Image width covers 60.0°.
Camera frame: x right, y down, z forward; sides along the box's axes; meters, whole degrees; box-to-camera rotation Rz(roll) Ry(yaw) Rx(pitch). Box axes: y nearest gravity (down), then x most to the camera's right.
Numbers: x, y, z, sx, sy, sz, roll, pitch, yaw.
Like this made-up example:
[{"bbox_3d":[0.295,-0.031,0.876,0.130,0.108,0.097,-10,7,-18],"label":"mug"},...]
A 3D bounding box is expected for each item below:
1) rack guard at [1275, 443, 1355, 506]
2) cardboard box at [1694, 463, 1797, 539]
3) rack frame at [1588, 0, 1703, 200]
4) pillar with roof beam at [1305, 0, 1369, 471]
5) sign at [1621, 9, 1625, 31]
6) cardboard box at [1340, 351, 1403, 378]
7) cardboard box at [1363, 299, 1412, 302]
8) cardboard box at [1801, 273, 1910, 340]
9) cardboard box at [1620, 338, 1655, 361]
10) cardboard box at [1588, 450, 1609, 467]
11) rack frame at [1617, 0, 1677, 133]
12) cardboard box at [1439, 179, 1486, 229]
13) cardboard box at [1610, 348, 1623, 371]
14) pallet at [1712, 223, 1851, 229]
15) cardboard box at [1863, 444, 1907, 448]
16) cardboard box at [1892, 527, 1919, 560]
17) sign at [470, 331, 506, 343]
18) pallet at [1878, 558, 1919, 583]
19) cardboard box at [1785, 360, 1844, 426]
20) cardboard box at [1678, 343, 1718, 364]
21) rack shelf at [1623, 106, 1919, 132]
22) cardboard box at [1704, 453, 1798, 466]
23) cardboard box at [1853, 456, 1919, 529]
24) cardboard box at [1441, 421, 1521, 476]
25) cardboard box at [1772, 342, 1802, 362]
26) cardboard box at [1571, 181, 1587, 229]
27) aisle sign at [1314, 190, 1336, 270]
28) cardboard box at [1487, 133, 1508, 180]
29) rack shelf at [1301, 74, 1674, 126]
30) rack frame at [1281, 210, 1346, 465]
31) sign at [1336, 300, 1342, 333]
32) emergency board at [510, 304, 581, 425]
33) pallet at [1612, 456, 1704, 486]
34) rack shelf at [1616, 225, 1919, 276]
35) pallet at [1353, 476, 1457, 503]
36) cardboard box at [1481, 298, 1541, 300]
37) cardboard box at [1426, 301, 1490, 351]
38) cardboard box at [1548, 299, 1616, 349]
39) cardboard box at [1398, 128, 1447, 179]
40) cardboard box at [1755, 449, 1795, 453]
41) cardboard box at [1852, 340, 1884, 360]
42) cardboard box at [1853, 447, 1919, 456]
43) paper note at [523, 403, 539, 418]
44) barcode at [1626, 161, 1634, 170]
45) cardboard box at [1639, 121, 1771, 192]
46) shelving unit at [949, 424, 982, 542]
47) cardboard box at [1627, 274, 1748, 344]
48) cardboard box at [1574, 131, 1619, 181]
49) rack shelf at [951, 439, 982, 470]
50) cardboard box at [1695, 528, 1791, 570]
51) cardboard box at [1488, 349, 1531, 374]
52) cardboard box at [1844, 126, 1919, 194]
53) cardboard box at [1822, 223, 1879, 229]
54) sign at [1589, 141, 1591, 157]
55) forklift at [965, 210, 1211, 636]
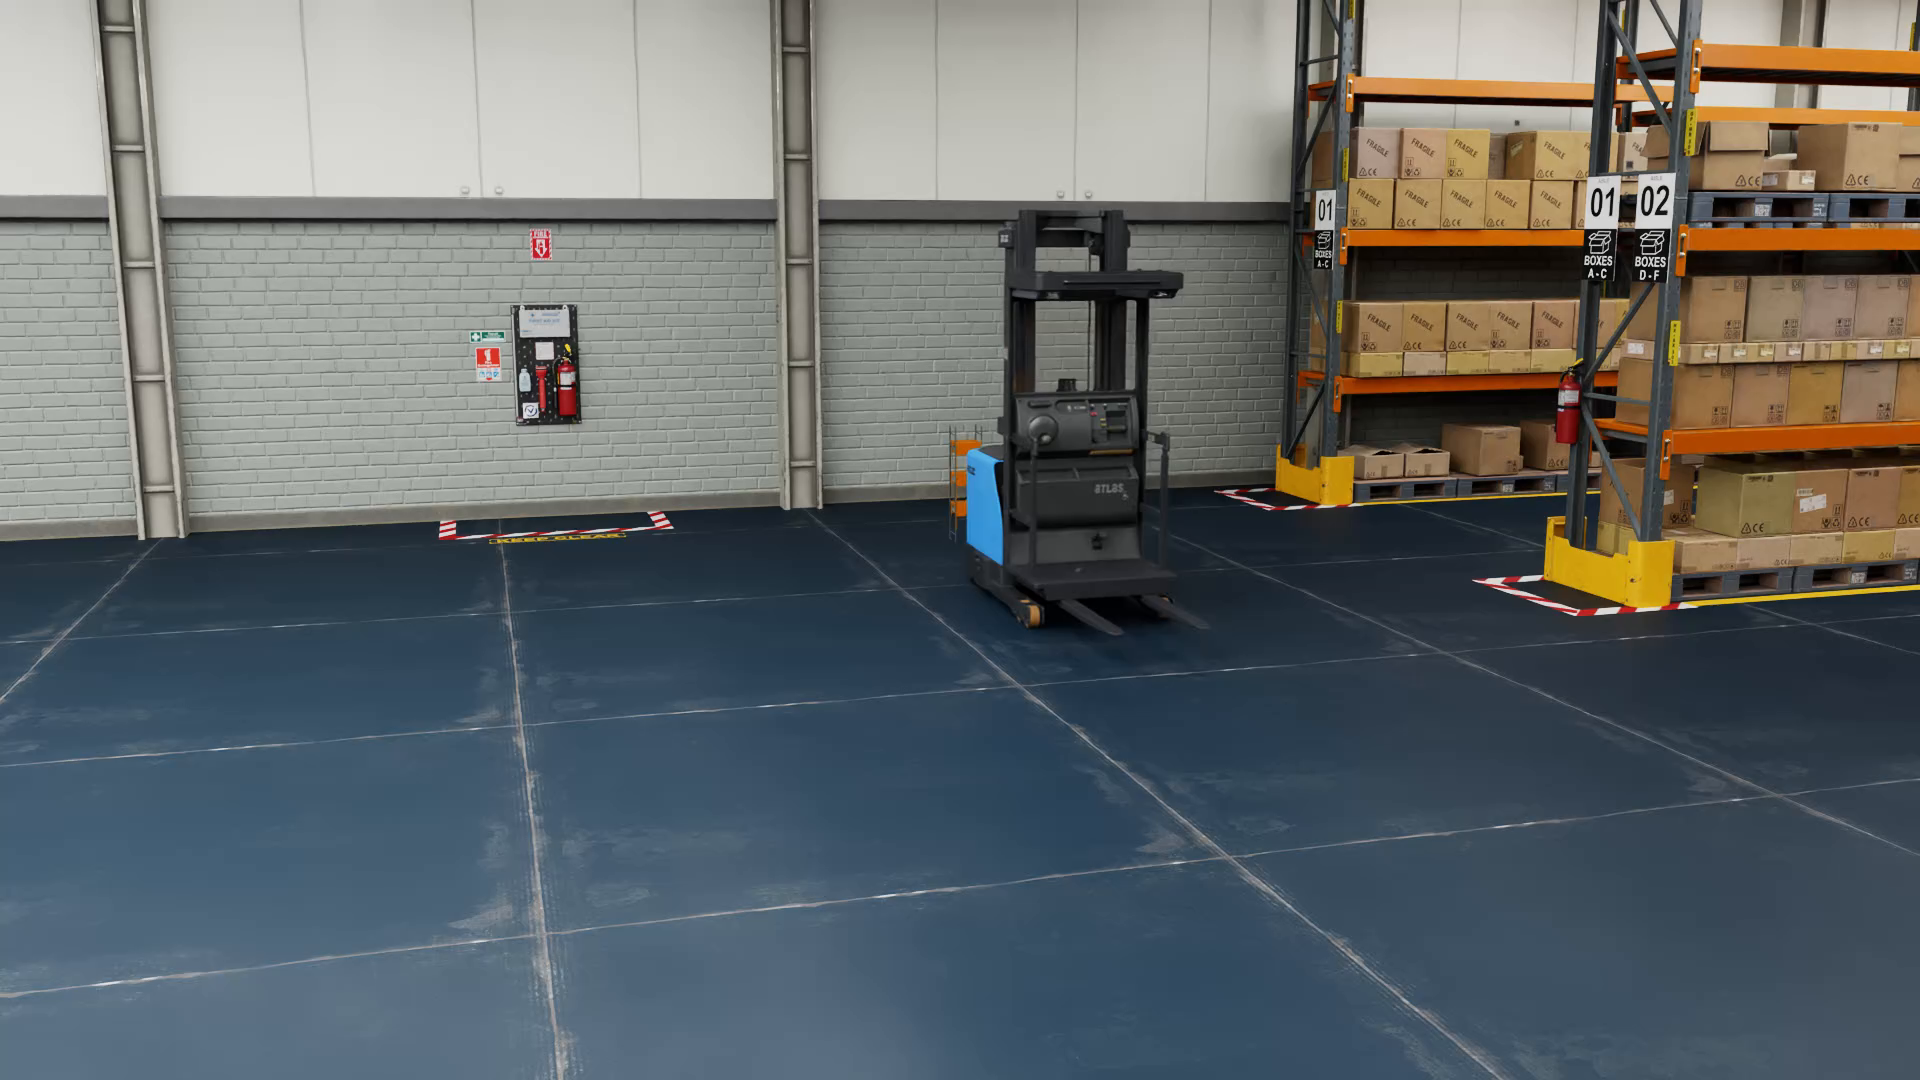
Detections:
[{"bbox_3d":[3.771,-0.710,17.724,0.348,0.500,1.175,-3,11,-16],"label":"rack guard"},{"bbox_3d":[6.143,-0.311,13.020,0.500,0.500,0.500,-3,11,-16],"label":"cardboard box"},{"bbox_3d":[5.086,-4.025,12.257,0.127,3.000,1.000,-3,11,-16],"label":"rack frame"},{"bbox_3d":[5.332,-4.323,13.878,0.400,9.000,9.100,-3,11,-16],"label":"pillar with roof beam"},{"bbox_3d":[7.378,-5.721,18.457,0.005,0.325,0.100,-3,11,-16],"label":"sign"},{"bbox_3d":[4.255,-1.841,17.323,0.500,0.250,0.500,-3,11,-18],"label":"cardboard box"},{"bbox_3d":[4.577,-2.325,17.880,0.500,0.500,0.500,-3,11,-15],"label":"cardboard box"},{"bbox_3d":[7.057,-1.864,13.231,0.500,0.500,0.700,-3,11,-16],"label":"cardboard box"},{"bbox_3d":[5.400,-1.495,13.017,0.250,0.149,0.380,-3,11,-17],"label":"cardboard box"},{"bbox_3d":[7.033,-0.928,18.618,0.250,0.166,0.380,-5,11,-23],"label":"cardboard box"},{"bbox_3d":[7.539,-5.088,18.033,0.127,3.000,1.000,-3,11,-16],"label":"rack frame"},{"bbox_3d":[5.112,-3.491,17.311,0.500,0.500,0.500,-2,11,-13],"label":"cardboard box"},{"bbox_3d":[7.169,-1.997,18.172,0.500,0.250,0.500,-3,11,-16],"label":"cardboard box"},{"bbox_3d":[9.156,-3.586,18.679,1.003,0.211,1.213,-3,11,-16],"label":"pallet"},{"bbox_3d":[10.702,-1.282,19.615,0.500,0.500,0.700,-3,11,-15],"label":"cardboard box"},{"bbox_3d":[7.584,-0.018,13.497,0.500,0.250,0.500,-3,11,-16],"label":"cardboard box"},{"bbox_3d":[-4.569,-1.966,16.081,0.331,0.109,0.001,-3,11,-16],"label":"sign"},{"bbox_3d":[8.151,0.128,13.973,1.213,0.211,1.003,-3,11,-16],"label":"pallet"},{"bbox_3d":[6.519,-1.196,13.187,0.500,0.500,0.700,-3,11,-16],"label":"cardboard box"},{"bbox_3d":[5.523,-1.425,12.637,0.250,0.149,0.380,-3,11,-16],"label":"cardboard box"},{"bbox_3d":[9.459,-4.639,18.684,4.000,0.370,1.077,-3,11,-16],"label":"rack shelf"},{"bbox_3d":[6.474,-0.429,13.660,0.500,0.500,0.500,-3,11,-16],"label":"cardboard box"},{"bbox_3d":[7.580,-0.389,13.442,0.500,0.500,0.500,-3,11,-16],"label":"cardboard box"},{"bbox_3d":[5.653,-0.999,18.080,0.500,0.500,0.700,-4,11,-20],"label":"cardboard box"},{"bbox_3d":[6.259,-1.463,12.847,0.250,0.149,0.380,-3,11,-17],"label":"cardboard box"},{"bbox_3d":[6.634,-3.580,17.795,0.500,0.500,0.500,-4,11,-21],"label":"cardboard box"},{"bbox_3d":[3.713,-3.158,16.938,0.004,0.787,0.394,-3,11,-16],"label":"aisle sign"},{"bbox_3d":[5.524,-4.103,17.875,0.500,0.500,0.500,-3,11,-16],"label":"cardboard box"},{"bbox_3d":[5.618,-4.631,17.549,4.000,0.370,1.077,-3,11,-16],"label":"rack shelf"},{"bbox_3d":[3.698,-1.935,17.477,0.127,3.000,1.000,-3,11,-16],"label":"rack frame"},{"bbox_3d":[3.850,-2.267,16.886,0.005,0.325,0.100,-3,11,-16],"label":"sign"},{"bbox_3d":[-4.016,-1.699,16.194,0.643,1.169,0.194,-3,11,-16],"label":"emergency board"},{"bbox_3d":[8.286,-0.806,19.044,1.213,0.211,1.003,-3,11,-16],"label":"pallet"},{"bbox_3d":[7.006,-2.297,13.144,4.000,0.370,1.077,-3,11,-16],"label":"rack shelf"},{"bbox_3d":[4.561,-0.603,17.940,1.213,0.211,1.003,-3,11,-16],"label":"pallet"},{"bbox_3d":[6.051,-2.405,18.318,0.500,0.500,0.500,-3,11,-14],"label":"cardboard box"},{"bbox_3d":[5.216,-2.260,17.531,0.500,0.500,0.500,-3,11,-18],"label":"cardboard box"},{"bbox_3d":[6.693,-2.339,17.956,0.500,0.500,0.500,-3,11,-16],"label":"cardboard box"},{"bbox_3d":[4.632,-3.955,17.071,0.500,0.500,0.500,-3,11,-17],"label":"cardboard box"},{"bbox_3d":[9.224,-1.218,19.272,0.500,0.500,0.700,-3,11,-15],"label":"cardboard box"},{"bbox_3d":[6.999,-1.502,13.059,0.250,0.149,0.380,-3,11,-15],"label":"cardboard box"},{"bbox_3d":[7.916,-0.504,14.066,0.500,0.500,0.500,-3,11,-16],"label":"cardboard box"},{"bbox_3d":[-4.205,-1.269,16.290,0.142,0.148,0.016,-3,11,-16],"label":"paper note"},{"bbox_3d":[5.241,-2.934,13.015,0.075,0.075,0.001,-3,11,-16],"label":"barcode"},{"bbox_3d":[5.639,-2.904,12.623,0.637,0.503,0.797,-2,11,-12],"label":"cardboard box"},{"bbox_3d":[0.051,-0.519,15.170,0.252,1.050,0.215,-3,11,-16],"label":"shelving unit"},{"bbox_3d":[5.589,-1.786,12.805,0.500,0.500,0.700,-3,11,-16],"label":"cardboard box"},{"bbox_3d":[6.607,-4.061,17.648,0.500,0.500,0.500,-2,11,-13],"label":"cardboard box"},{"bbox_3d":[0.051,-0.788,15.120,0.240,0.259,0.215,-3,11,-16],"label":"rack shelf"},{"bbox_3d":[6.142,0.057,13.089,0.500,0.250,0.500,-3,11,-16],"label":"cardboard box"},{"bbox_3d":[5.727,-1.919,17.750,0.500,0.250,0.500,-3,11,-15],"label":"cardboard box"},{"bbox_3d":[7.310,-3.017,13.235,0.637,0.503,0.797,-2,11,-10],"label":"cardboard box"},{"bbox_3d":[10.109,-3.826,19.124,0.637,0.503,0.797,-1,11,-8],"label":"cardboard box"},{"bbox_3d":[4.948,-3.041,12.972,0.005,0.325,0.100,-3,11,-16],"label":"sign"},{"bbox_3d":[0.921,-0.892,11.999,1.130,2.935,3.031,-3,11,-15],"label":"forklift"}]
